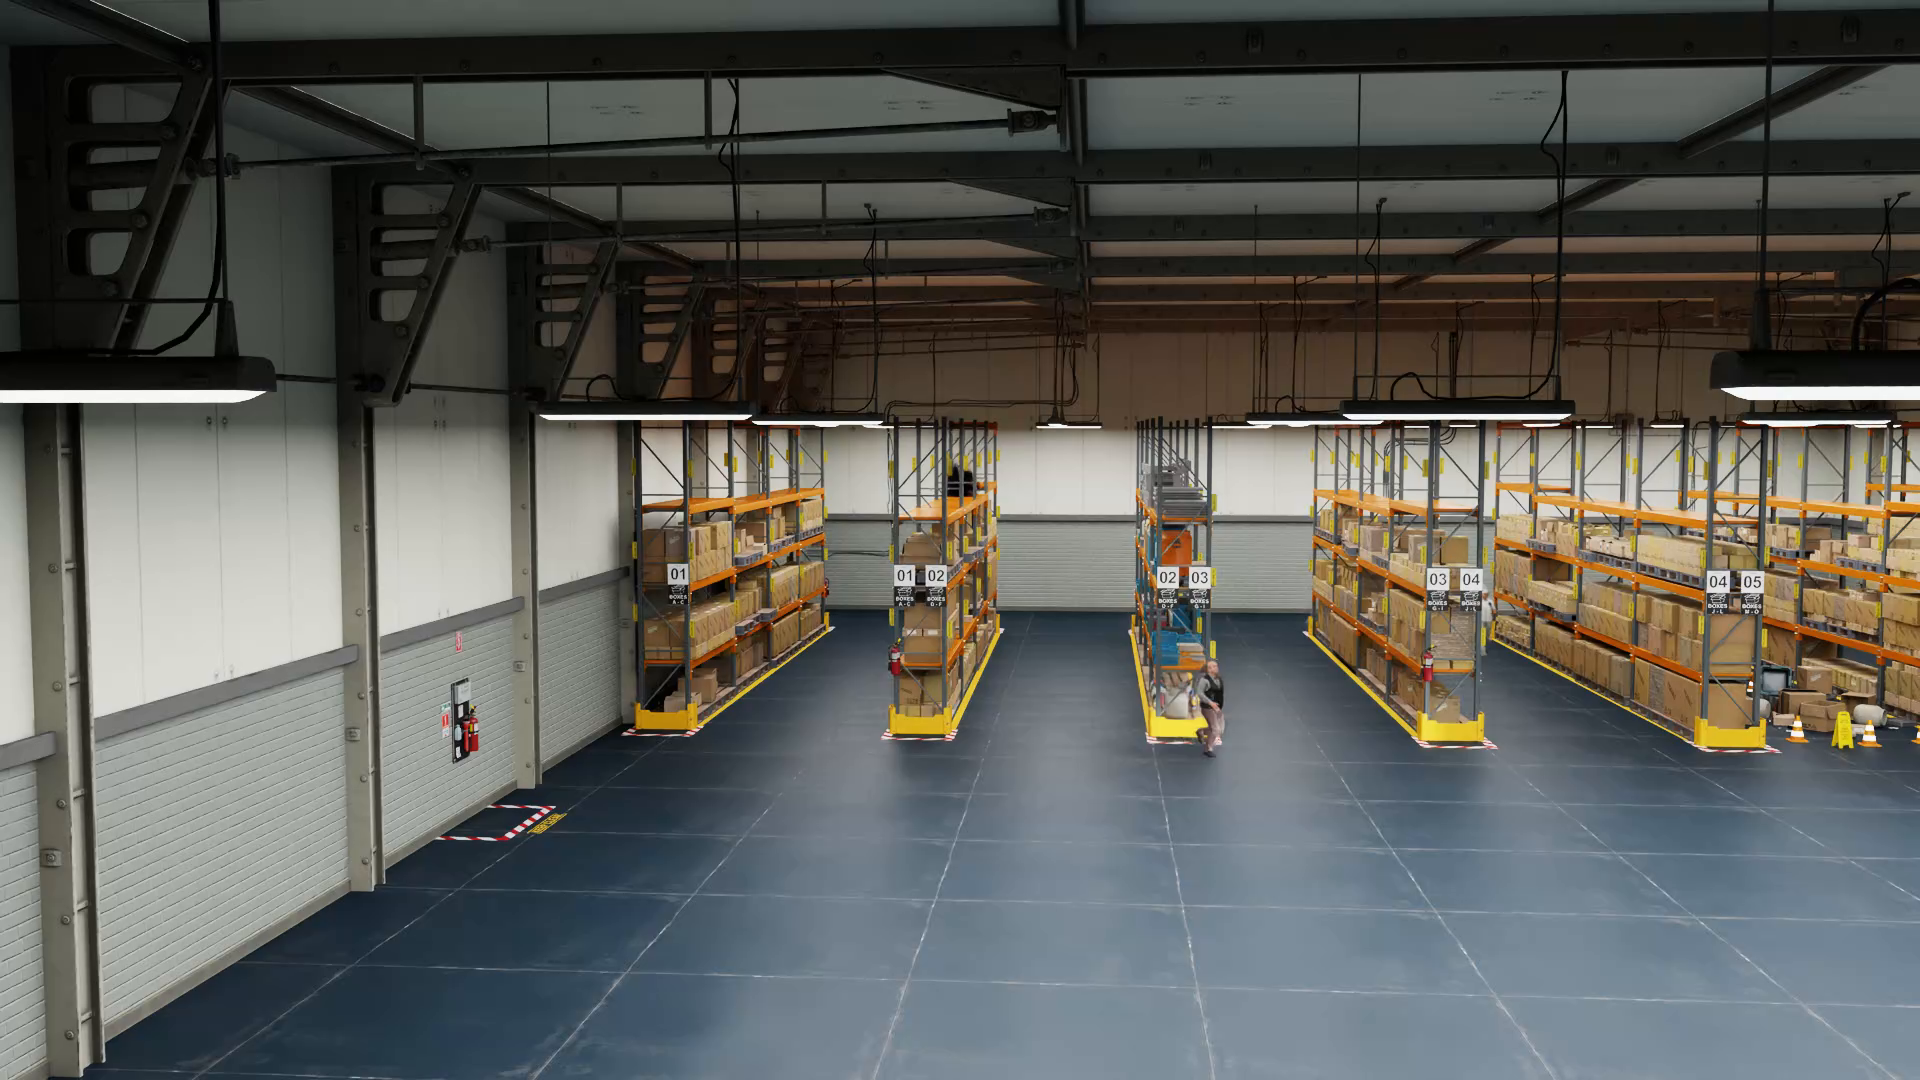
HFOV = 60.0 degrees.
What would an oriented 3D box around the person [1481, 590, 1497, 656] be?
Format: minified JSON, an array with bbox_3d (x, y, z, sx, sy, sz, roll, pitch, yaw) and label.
[{"bbox_3d":[13.474,2.107,42.736,0.607,1.678,0.884,0,4,5],"label":"person"}]

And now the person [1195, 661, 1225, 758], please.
[{"bbox_3d":[4.417,2.976,29.357,0.678,1.699,0.659,-3,5,-42],"label":"person"}]

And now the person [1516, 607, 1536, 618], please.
[{"bbox_3d":[16.141,1.783,47.489,0.698,1.730,0.959,3,5,37],"label":"person"}]
